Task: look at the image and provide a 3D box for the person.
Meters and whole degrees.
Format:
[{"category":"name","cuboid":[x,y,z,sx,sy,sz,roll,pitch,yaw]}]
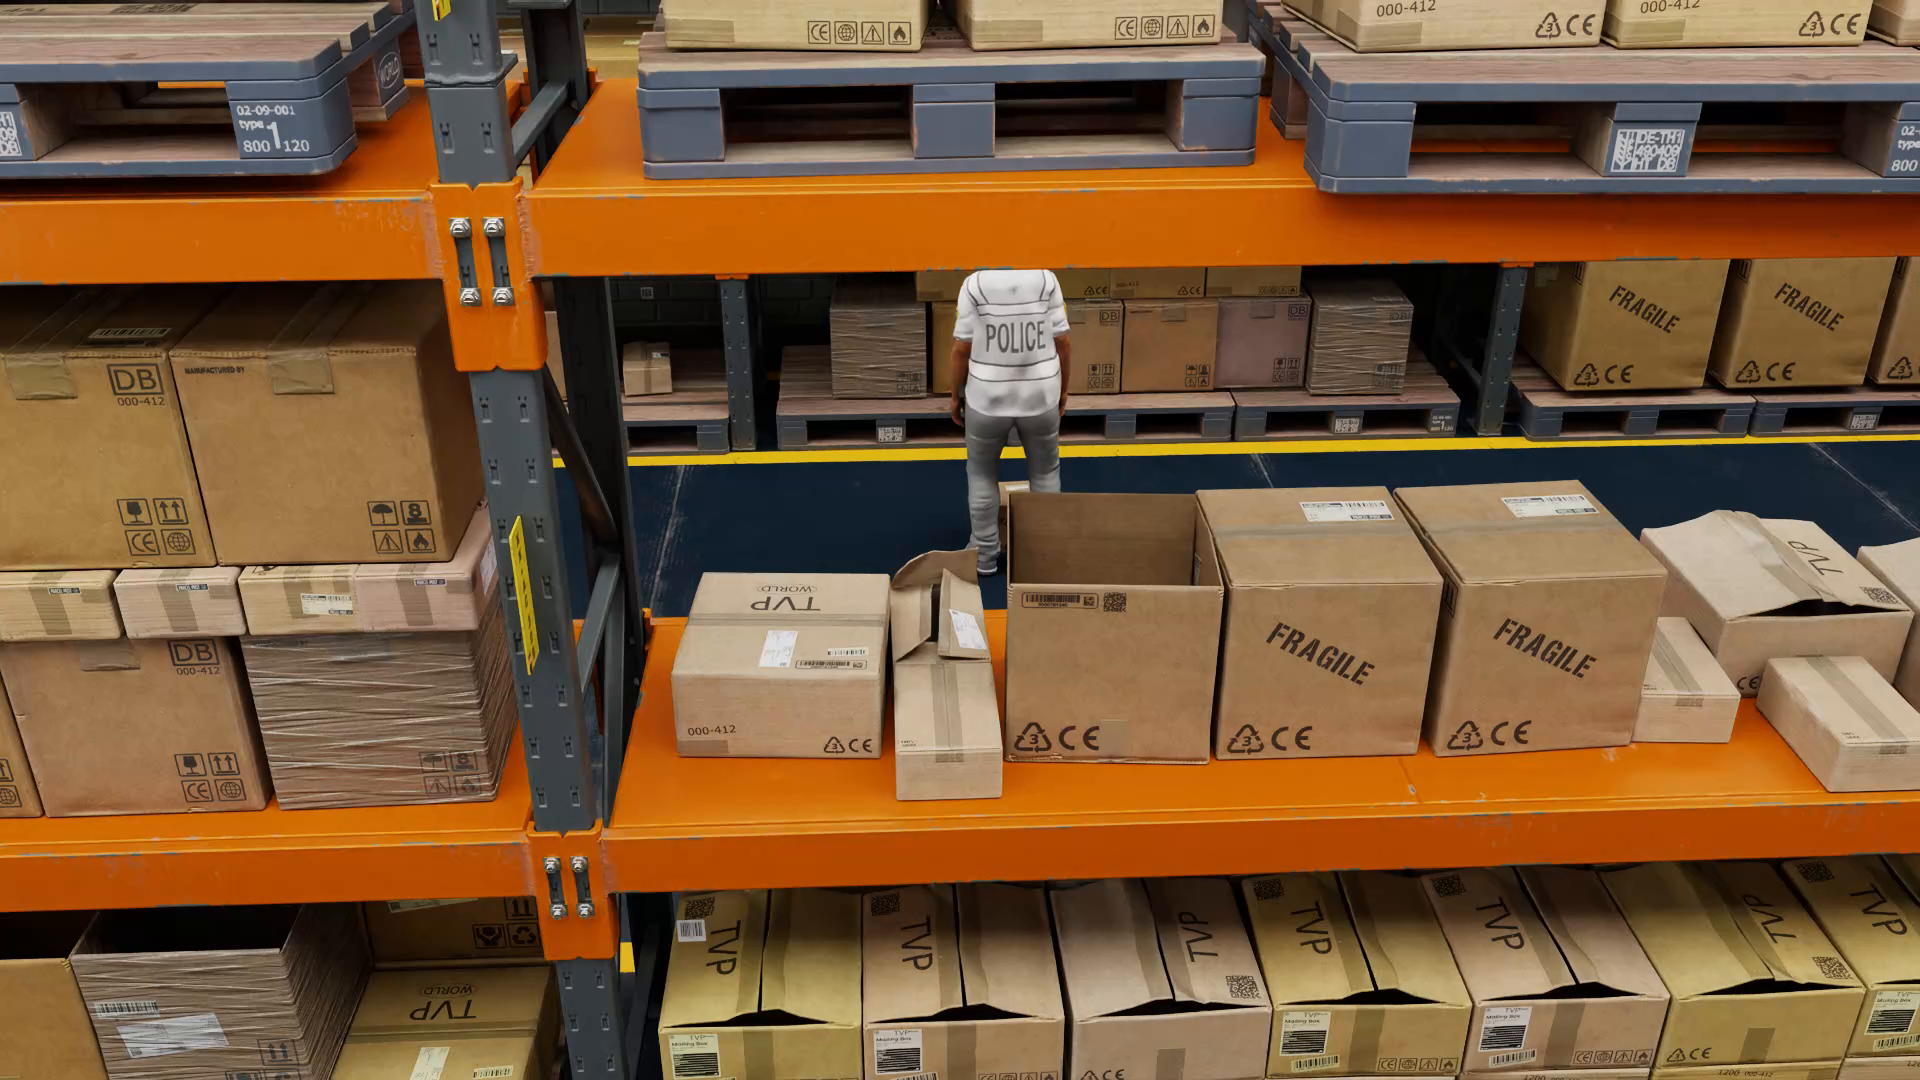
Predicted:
[{"category":"person","cuboid":[0.233,-0.632,7.316,0.563,1.666,0.469,-3,28,-6]}]
